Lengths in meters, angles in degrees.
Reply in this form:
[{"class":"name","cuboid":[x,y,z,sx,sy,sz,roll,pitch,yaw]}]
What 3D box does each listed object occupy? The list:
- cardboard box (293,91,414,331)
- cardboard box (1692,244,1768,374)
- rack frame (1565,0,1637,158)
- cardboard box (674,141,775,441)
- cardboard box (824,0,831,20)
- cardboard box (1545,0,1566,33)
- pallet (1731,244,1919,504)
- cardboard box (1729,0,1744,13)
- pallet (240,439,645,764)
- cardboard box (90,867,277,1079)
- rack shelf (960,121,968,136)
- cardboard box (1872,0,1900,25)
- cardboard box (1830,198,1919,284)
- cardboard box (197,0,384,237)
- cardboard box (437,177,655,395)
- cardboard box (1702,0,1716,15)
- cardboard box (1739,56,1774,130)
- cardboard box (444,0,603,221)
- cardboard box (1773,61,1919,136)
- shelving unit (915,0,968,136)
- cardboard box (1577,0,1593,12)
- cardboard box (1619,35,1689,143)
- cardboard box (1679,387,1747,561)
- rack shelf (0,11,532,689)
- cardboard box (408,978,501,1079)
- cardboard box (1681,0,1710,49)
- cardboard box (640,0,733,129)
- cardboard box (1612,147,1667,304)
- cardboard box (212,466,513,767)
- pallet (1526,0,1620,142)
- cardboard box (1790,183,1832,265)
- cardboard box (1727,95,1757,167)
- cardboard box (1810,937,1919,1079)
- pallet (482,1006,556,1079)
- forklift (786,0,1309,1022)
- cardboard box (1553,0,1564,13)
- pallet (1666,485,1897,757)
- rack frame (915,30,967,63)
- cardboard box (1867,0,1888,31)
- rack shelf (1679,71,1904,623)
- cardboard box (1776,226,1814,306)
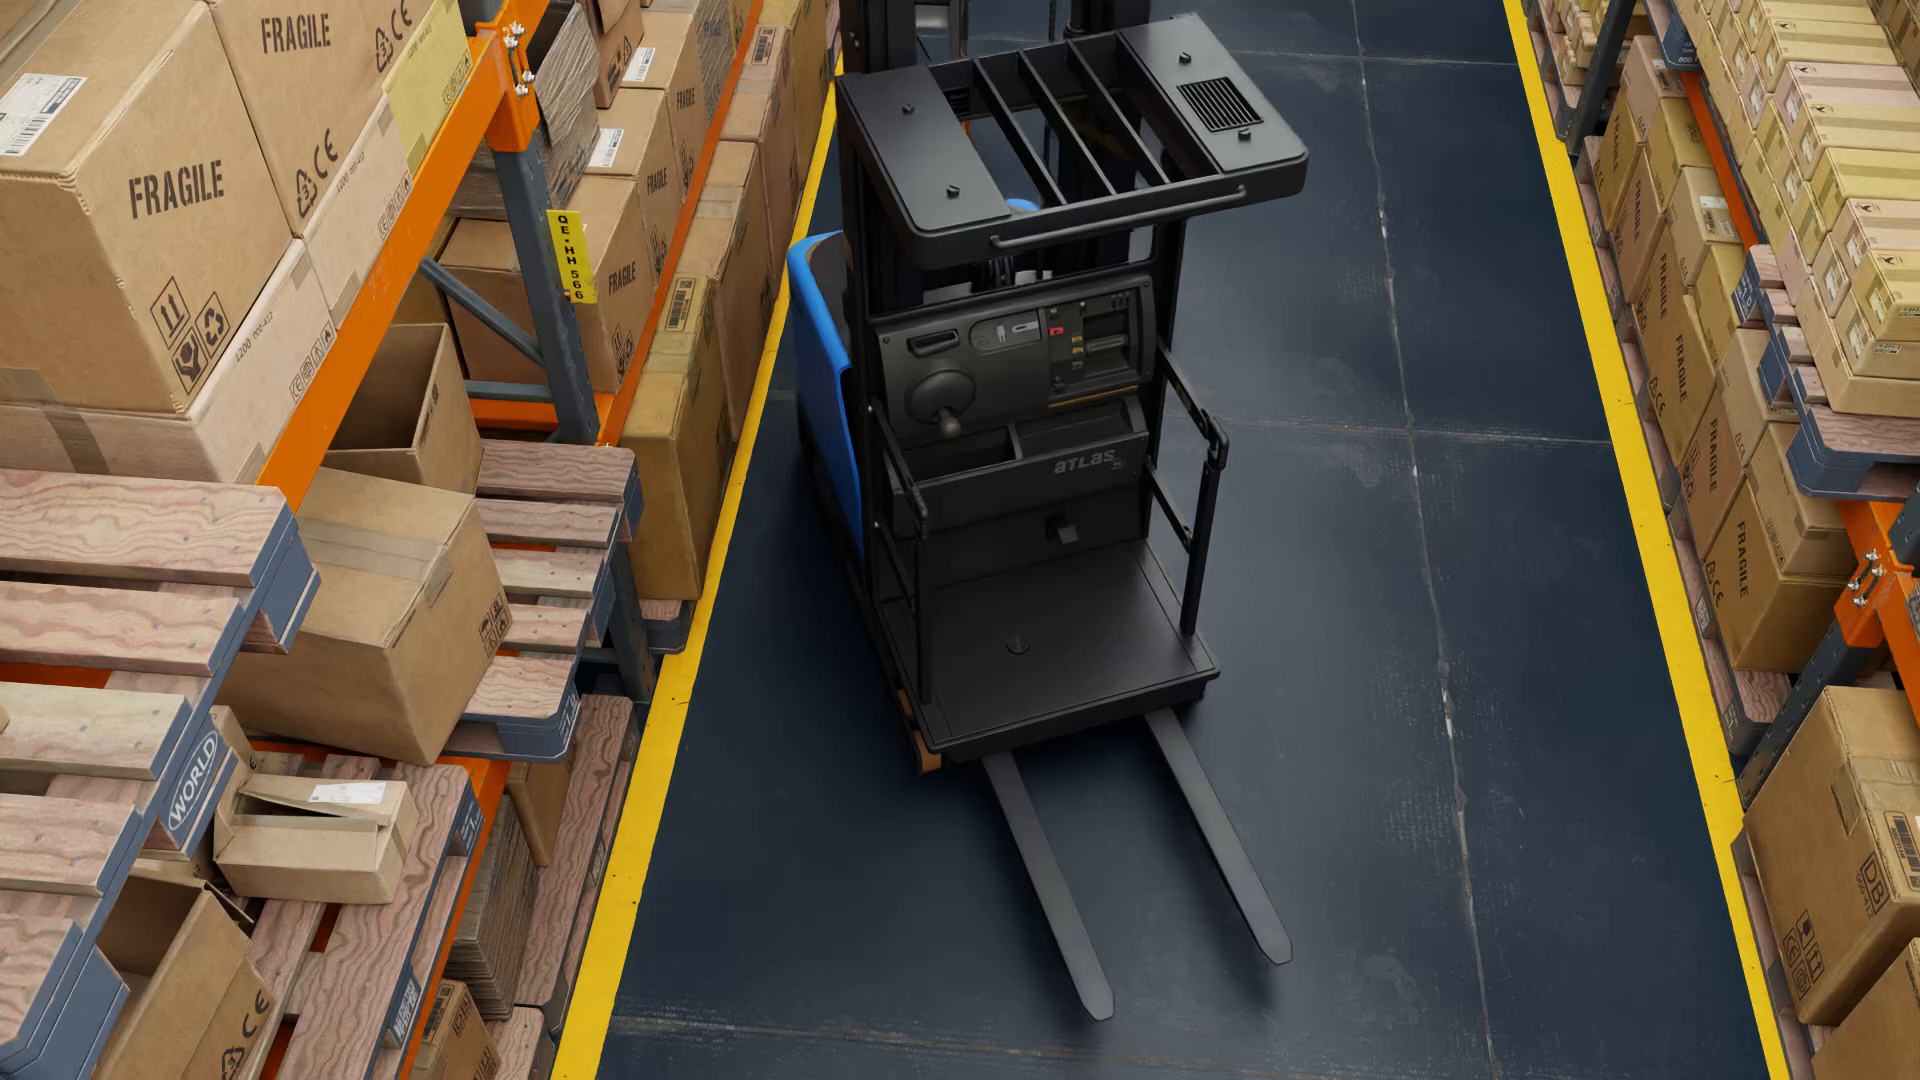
[{"class":"cardboard box","cuboid":[-1.481,-0.702,3.454,0.500,0.250,0.500,4,48,3]},{"class":"cardboard box","cuboid":[3.178,-0.879,6.448,0.500,0.250,0.500,5,48,4]},{"class":"rack frame","cuboid":[3.644,-3.003,7.490,1.000,3.000,0.127,4,48,4]},{"class":"cardboard box","cuboid":[-1.478,-1.056,6.864,1.225,0.875,0.875,4,48,4]},{"class":"cardboard box","cuboid":[-1.146,-3.315,8.930,0.875,0.875,0.875,4,48,4]},{"class":"cardboard box","cuboid":[3.407,-2.877,9.022,0.380,0.149,0.250,2,48,2]},{"class":"pallet","cuboid":[3.238,-0.530,5.357,1.213,0.211,1.003,4,48,4]},{"class":"cardboard box","cuboid":[3.033,-2.052,6.102,0.380,0.149,0.250,5,48,5]},{"class":"pallet","cuboid":[-1.609,0.124,4.759,1.213,0.211,1.003,4,48,4]},{"class":"cardboard box","cuboid":[-1.949,1.011,3.463,0.797,0.503,0.637,8,48,8]},{"class":"rack shelf","cuboid":[-0.186,-1.522,6.763,0.431,0.518,0.480,3,48,2]},{"class":"cardboard box","cuboid":[3.711,-2.086,6.335,0.380,0.149,0.250,2,48,2]},{"class":"cardboard box","cuboid":[2.893,-0.897,5.046,0.380,0.149,0.250,3,48,3]},{"class":"cardboard box","cuboid":[-1.481,-0.941,3.165,0.500,0.500,0.500,4,48,3]},{"class":"cardboard box","cuboid":[-1.335,-0.844,5.447,0.500,0.500,0.500,5,48,5]},{"class":"cardboard box","cuboid":[3.060,-2.132,6.377,0.380,0.149,0.250,6,48,5]},{"class":"cardboard box","cuboid":[2.987,-1.562,5.856,0.380,0.149,0.250,5,48,5]},{"class":"cardboard box","cuboid":[-1.568,-1.380,5.258,0.797,0.503,0.637,5,48,5]},{"class":"cardboard box","cuboid":[2.965,-1.462,5.563,0.380,0.149,0.250,4,48,4]},{"class":"shelving unit","cuboid":[-0.186,-1.531,6.753,0.431,2.100,0.503,3,48,2]},{"class":"cardboard box","cuboid":[3.401,-2.853,8.596,0.380,0.149,0.250,4,48,4]},{"class":"cardboard box","cuboid":[3.314,-2.029,7.500,0.500,0.250,0.500,2,48,2]},{"class":"cardboard box","cuboid":[3.130,-0.244,6.376,0.500,0.500,0.500,6,48,5]},{"class":"rack shelf","cuboid":[-1.833,0.229,2.989,1.077,0.370,4.000,4,48,4]},{"class":"cardboard box","cuboid":[-1.774,1.543,4.728,0.700,0.500,0.500,7,48,7]},{"class":"cardboard box","cuboid":[3.057,-2.042,6.497,0.380,0.149,0.250,2,48,2]},{"class":"cardboard box","cuboid":[-1.200,-1.967,6.474,0.500,0.500,0.500,4,48,4]},{"class":"cardboard box","cuboid":[3.266,-1.387,7.421,0.500,0.500,0.500,6,48,5]},{"class":"cardboard box","cuboid":[-1.611,0.170,4.236,0.700,0.500,0.500,10,48,9]},{"class":"pallet","cuboid":[3.670,-2.558,8.972,1.003,0.211,1.213,4,48,4]},{"class":"cardboard box","cuboid":[2.915,-1.004,5.346,0.380,0.149,0.250,5,48,4]},{"class":"cardboard box","cuboid":[2.989,-1.456,5.960,0.380,0.149,0.250,5,48,5]},{"class":"cardboard box","cuboid":[3.058,1.638,4.485,1.050,0.750,0.750,5,48,4]},{"class":"pallet","cuboid":[-1.837,1.938,4.860,1.003,0.211,1.213,4,48,4]},{"class":"forklift","cuboid":[0.263,-0.493,5.241,1.130,2.935,3.031,-14,49,-12]},{"class":"cardboard box","cuboid":[3.375,-2.933,8.872,0.380,0.149,0.250,2,48,2]},{"class":"pallet","cuboid":[3.352,0.304,6.355,1.003,0.211,1.213,4,48,4]},{"class":"rack frame","cuboid":[-0.171,-1.711,6.917,0.400,2.100,0.015,3,48,2]},{"class":"cardboard box","cuboid":[3.715,-1.992,6.450,0.380,0.149,0.250,2,48,2]},{"class":"rack shelf","cuboid":[3.462,-1.290,6.411,1.077,0.370,4.000,4,48,4]},{"class":"cardboard box","cuboid":[2.914,-0.885,5.438,0.380,0.149,0.250,5,48,4]}]
